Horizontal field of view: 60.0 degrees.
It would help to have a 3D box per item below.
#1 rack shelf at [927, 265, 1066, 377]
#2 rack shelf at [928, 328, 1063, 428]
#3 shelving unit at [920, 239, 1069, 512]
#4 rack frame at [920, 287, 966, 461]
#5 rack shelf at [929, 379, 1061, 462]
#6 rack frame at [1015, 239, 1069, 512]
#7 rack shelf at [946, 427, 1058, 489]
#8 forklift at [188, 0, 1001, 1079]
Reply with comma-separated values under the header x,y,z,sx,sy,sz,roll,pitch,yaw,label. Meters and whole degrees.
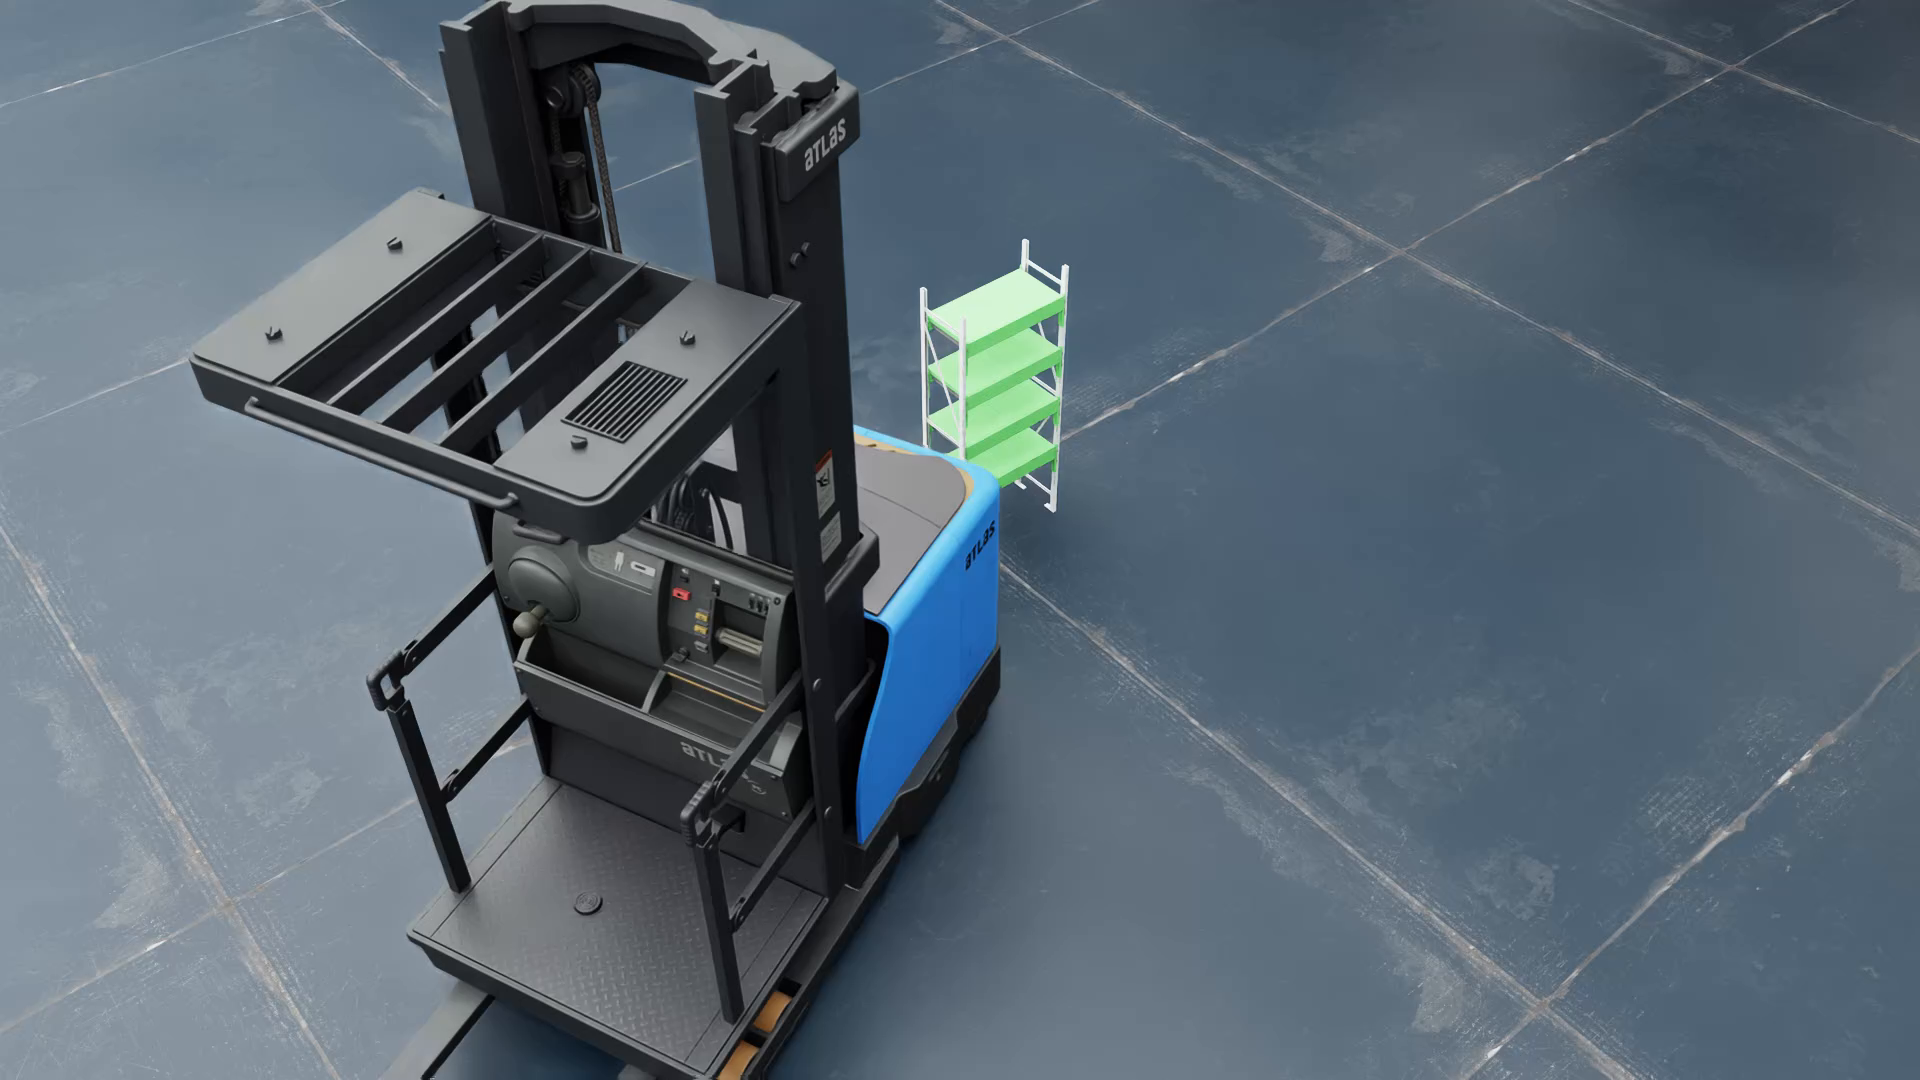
x,y,z,sx,sy,sz,roll,pitch,yaw,label
0.127,-0.813,6.132,0.480,0.148,0.258,-30,51,-28,rack shelf
0.127,-0.638,6.296,0.480,0.148,0.258,-30,51,-28,rack shelf
0.127,-0.510,6.417,0.503,1.200,0.258,-30,51,-28,shelving unit
-0.060,-0.403,6.303,0.015,1.200,0.240,-30,51,-28,rack frame
0.127,-0.463,6.460,0.480,0.148,0.258,-30,51,-28,rack shelf
0.314,-0.617,6.531,0.015,1.200,0.240,-30,51,-28,rack frame
0.127,-0.289,6.625,0.480,0.148,0.258,-30,51,-28,rack shelf
-0.970,0.243,4.350,1.130,2.935,3.031,19,46,19,forklift
